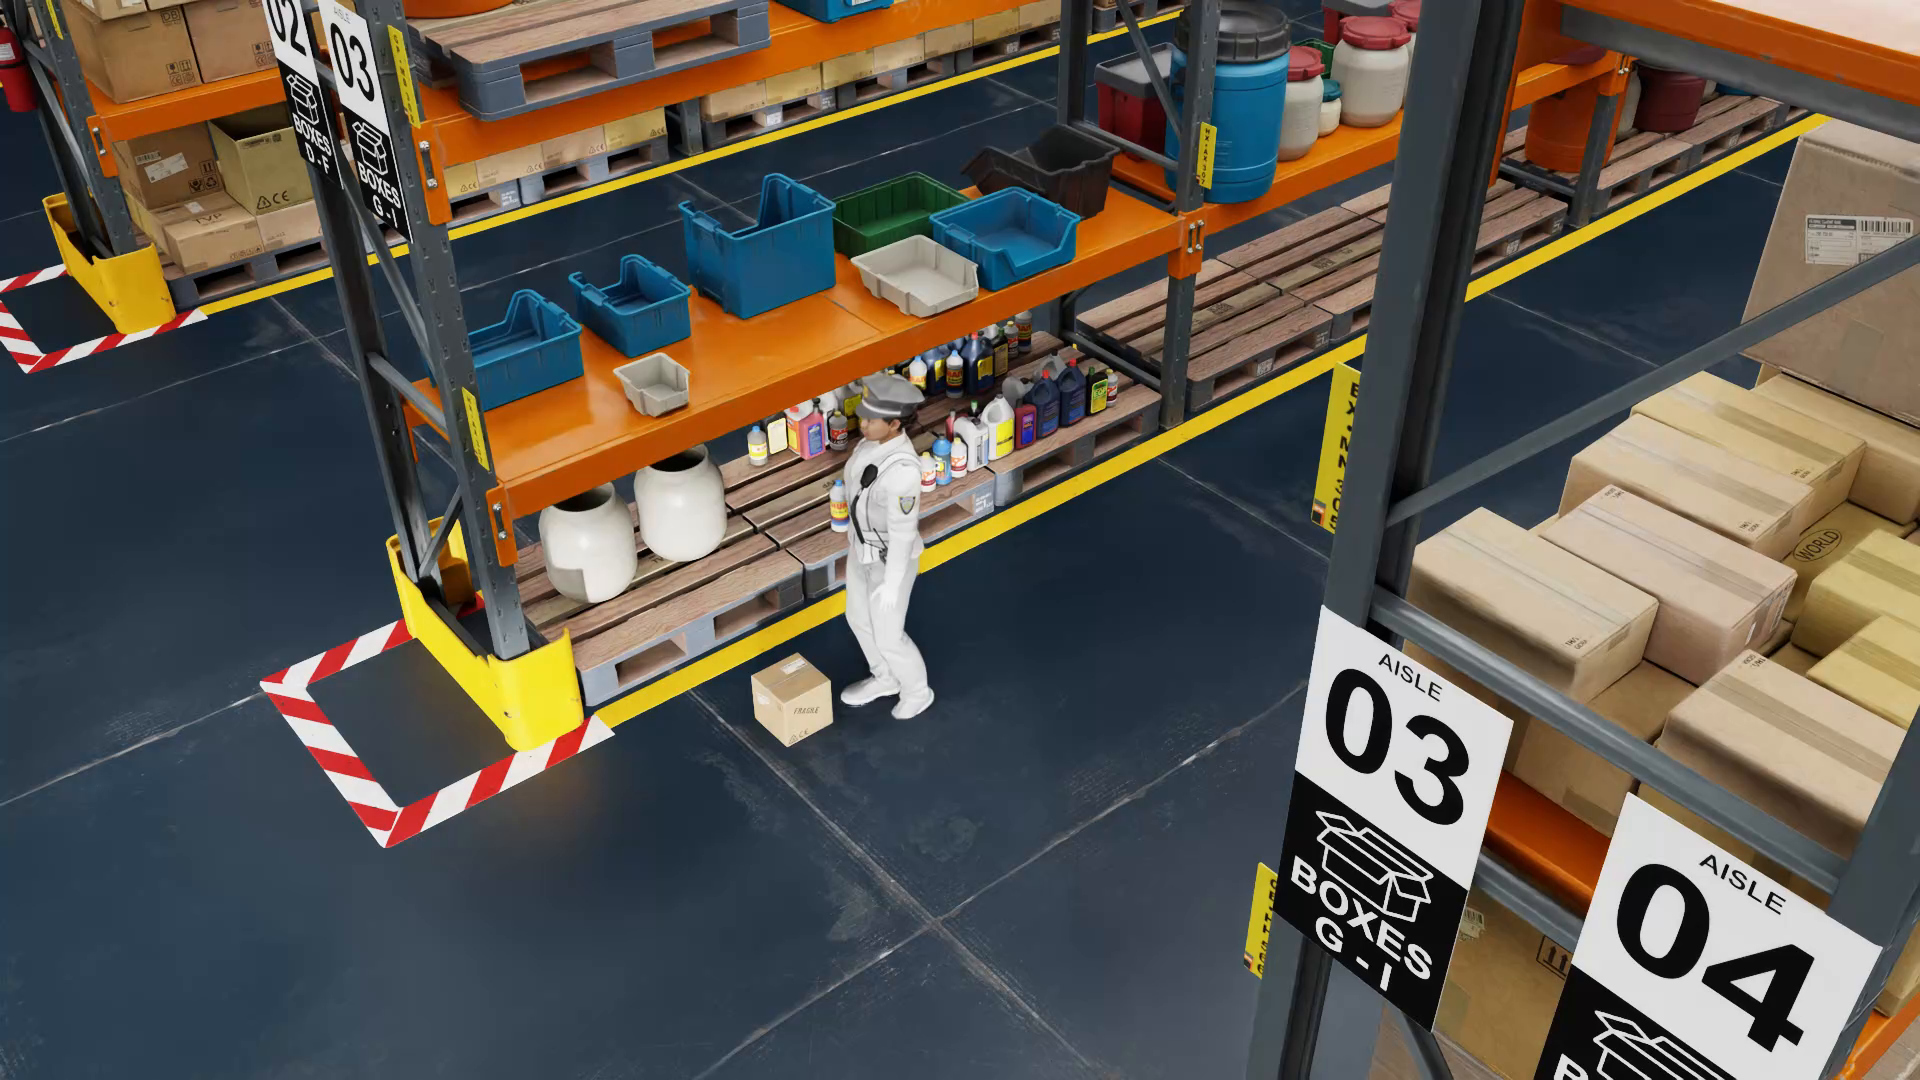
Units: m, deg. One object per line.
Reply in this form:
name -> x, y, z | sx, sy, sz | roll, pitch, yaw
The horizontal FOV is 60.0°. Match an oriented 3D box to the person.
person -> -0.328, 0.085, 7.009 | 0.384, 1.730, 0.489 | -12, 38, -15
